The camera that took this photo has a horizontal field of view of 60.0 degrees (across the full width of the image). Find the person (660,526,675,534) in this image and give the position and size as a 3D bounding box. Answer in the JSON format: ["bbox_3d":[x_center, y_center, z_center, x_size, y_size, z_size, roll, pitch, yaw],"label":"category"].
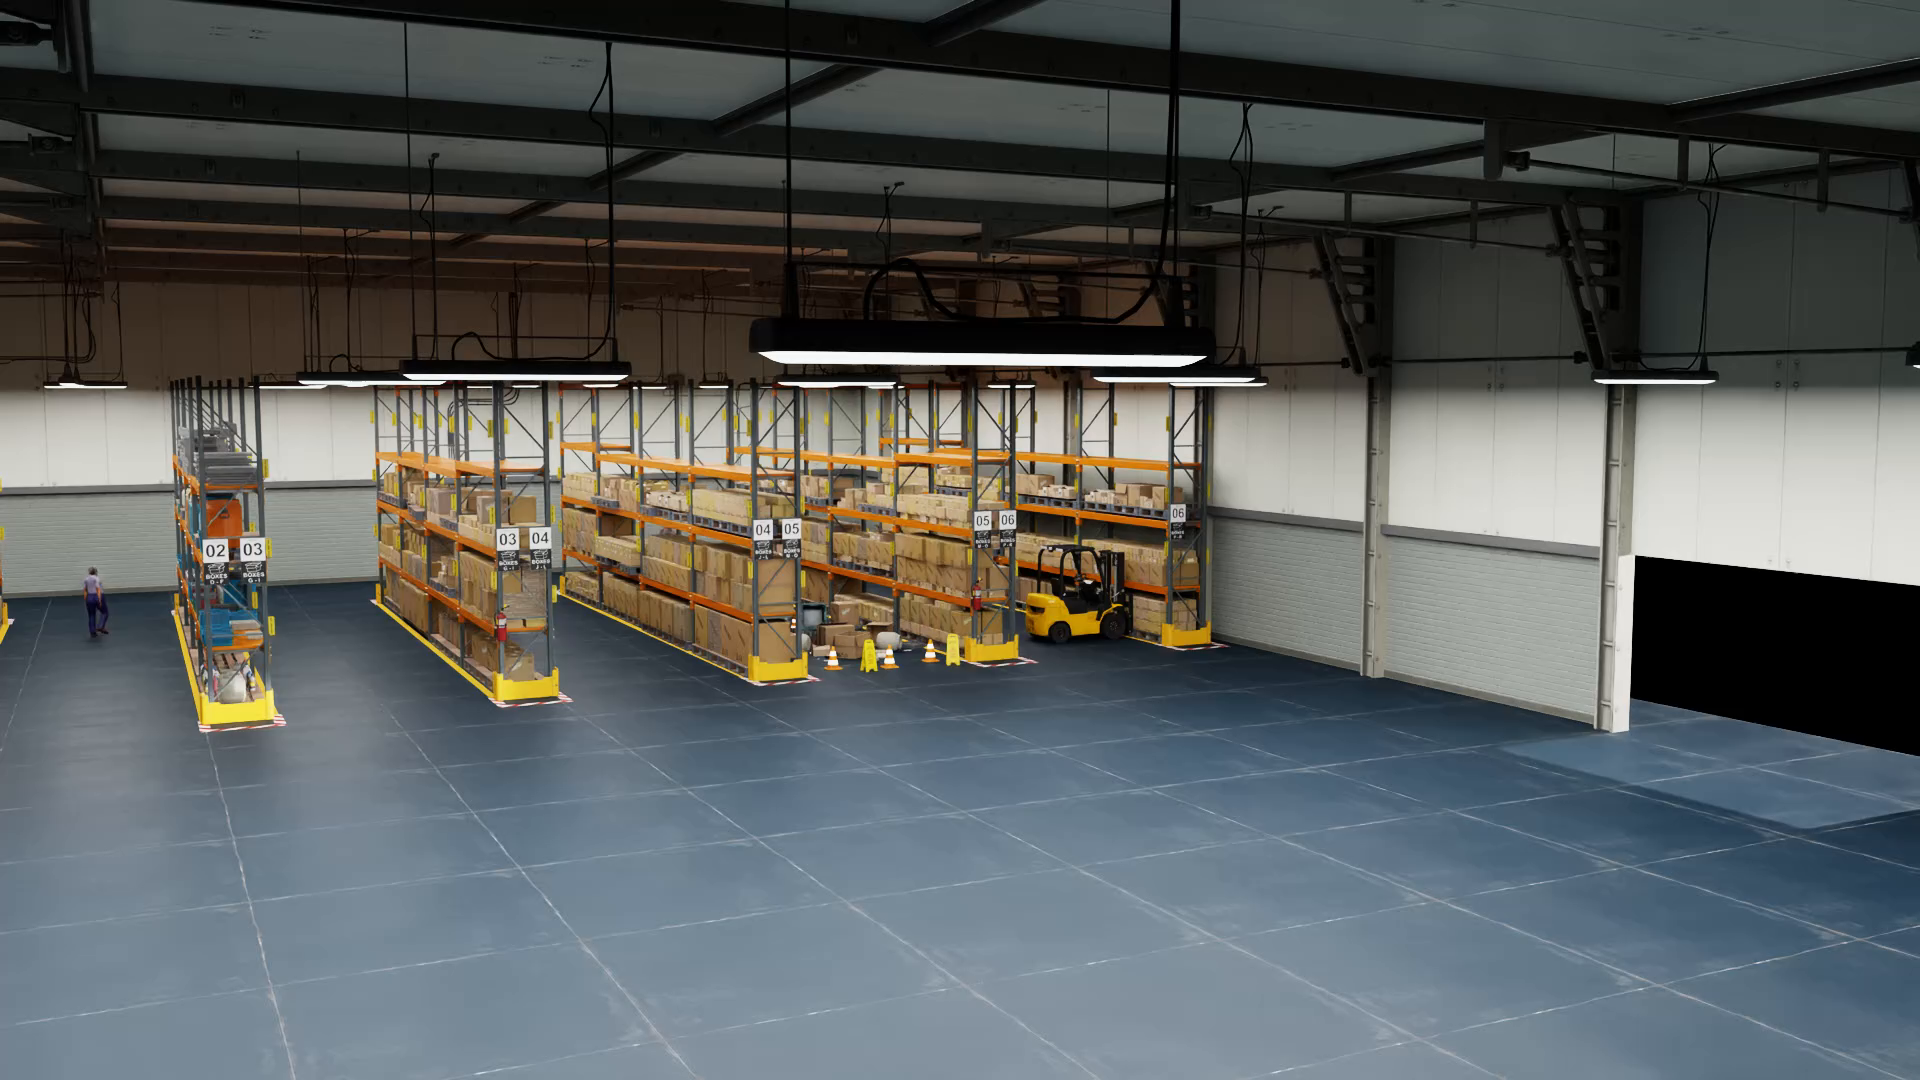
[{"bbox_3d":[-9.051,0.271,51.323,0.616,1.765,0.657,3,6,28],"label":"person"}]

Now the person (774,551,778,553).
[{"bbox_3d":[-4.593,1.168,41.109,0.582,1.782,0.434,-3,6,-30],"label":"person"}]

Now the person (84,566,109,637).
[{"bbox_3d":[-20.238,1.447,38.917,0.535,1.620,0.461,-1,5,-10],"label":"person"}]

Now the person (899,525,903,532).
[{"bbox_3d":[-1.813,0.349,47.768,0.564,1.702,0.358,-4,7,-40],"label":"person"}]
